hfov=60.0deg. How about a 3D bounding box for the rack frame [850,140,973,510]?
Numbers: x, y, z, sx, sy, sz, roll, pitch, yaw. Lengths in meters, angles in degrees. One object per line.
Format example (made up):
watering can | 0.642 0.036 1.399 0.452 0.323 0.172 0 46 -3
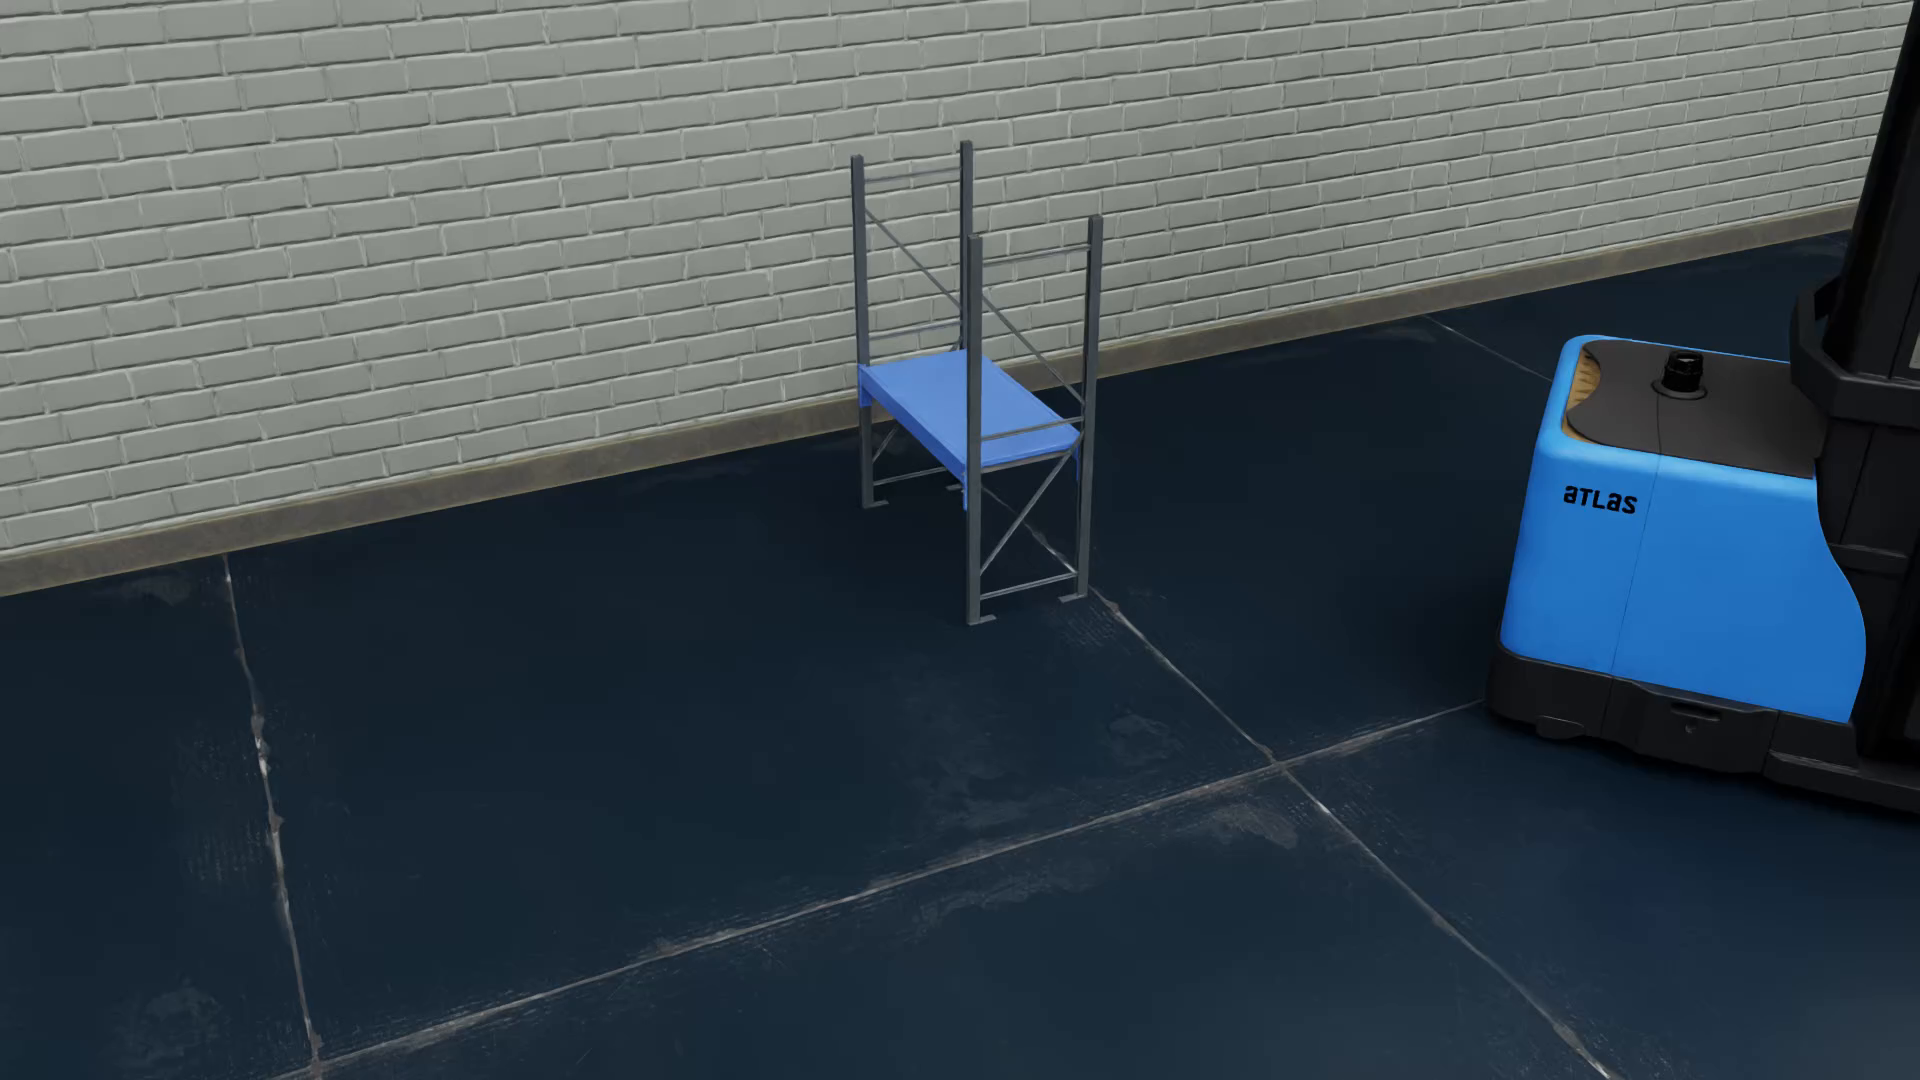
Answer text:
rack frame | -0.182 -0.841 6.716 0.500 1.500 0.032 -13 32 -22

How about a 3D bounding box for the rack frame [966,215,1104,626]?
rack frame | 0.255 -0.392 5.916 0.500 1.500 0.032 -13 32 -22

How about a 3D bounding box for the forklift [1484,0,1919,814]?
forklift | 3.342 -0.585 4.796 3.031 2.935 1.130 12 31 20

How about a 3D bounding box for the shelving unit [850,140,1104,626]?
shelving unit | 0.037 -0.616 6.316 0.538 1.500 1.048 -13 32 -22

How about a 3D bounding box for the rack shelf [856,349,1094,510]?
rack shelf | 0.037 -0.460 6.404 0.538 0.185 1.000 -13 32 -22
